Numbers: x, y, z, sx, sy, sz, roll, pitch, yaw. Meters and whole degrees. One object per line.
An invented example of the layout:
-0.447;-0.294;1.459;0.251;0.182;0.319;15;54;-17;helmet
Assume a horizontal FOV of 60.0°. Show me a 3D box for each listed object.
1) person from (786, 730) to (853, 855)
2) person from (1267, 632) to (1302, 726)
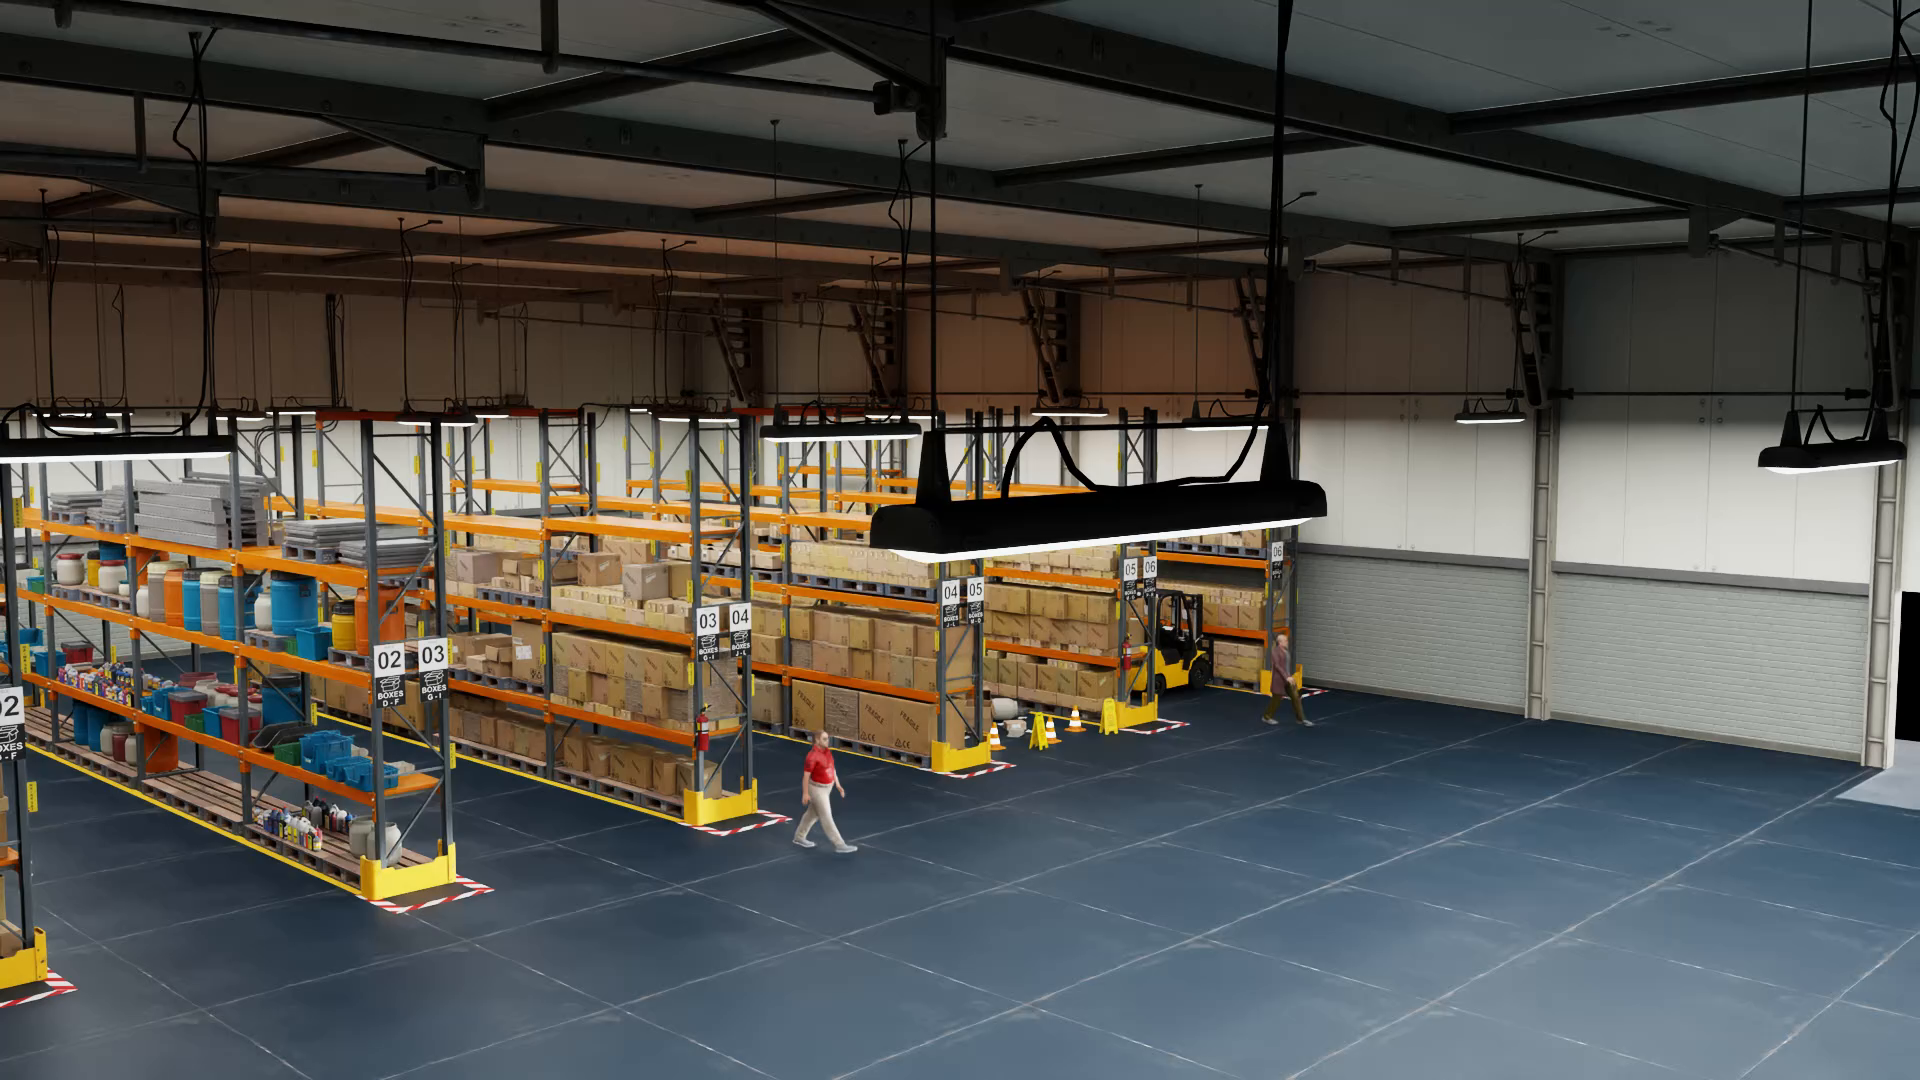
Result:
-1.942;3.452;22.864;0.877;1.697;0.617;-1;5;-12;person
6.157;2.636;31.635;0.621;1.771;0.591;0;5;-1;person
